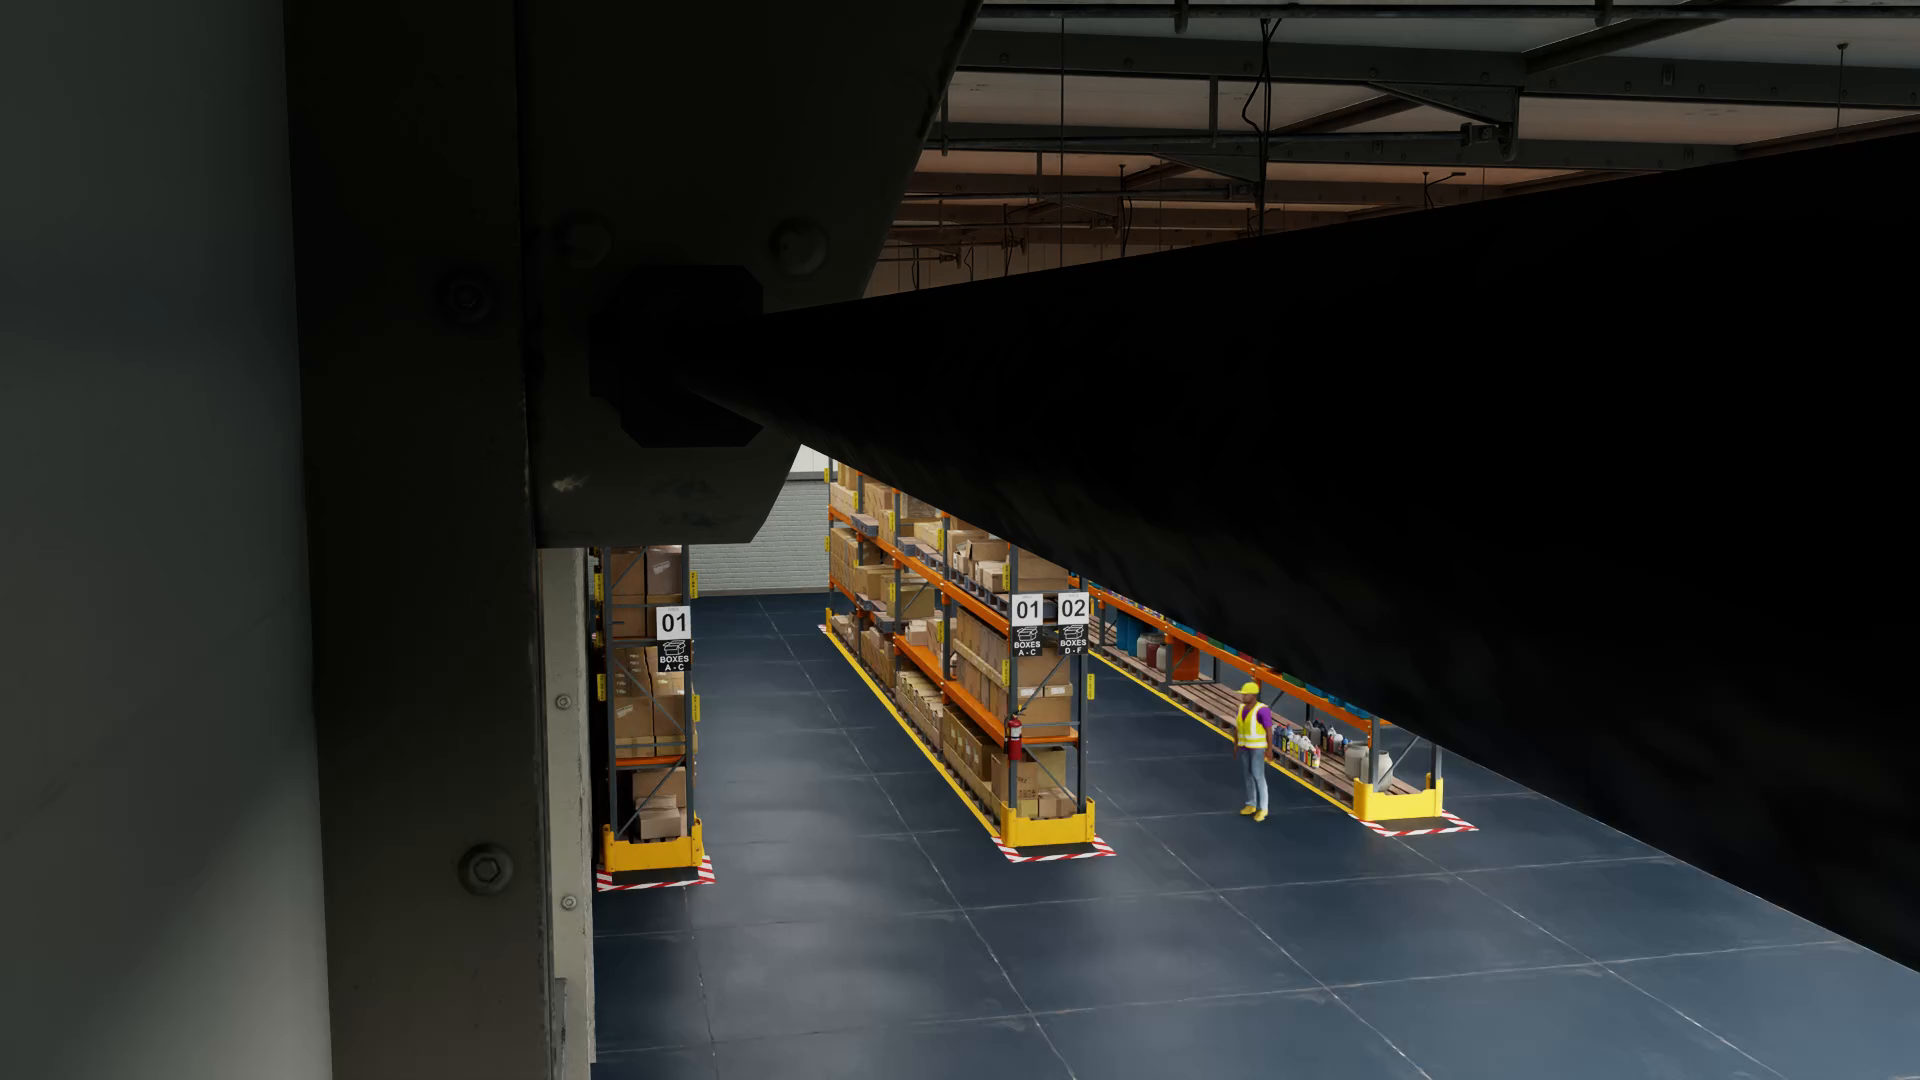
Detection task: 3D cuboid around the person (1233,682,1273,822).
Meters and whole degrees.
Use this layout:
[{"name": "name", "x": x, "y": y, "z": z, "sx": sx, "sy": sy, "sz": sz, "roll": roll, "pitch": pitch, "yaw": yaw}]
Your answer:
[{"name": "person", "x": 3.908, "y": 2.815, "z": 22.321, "sx": 0.413, "sy": 1.793, "sz": 0.654, "roll": -5, "pitch": 8, "yaw": -36}]
